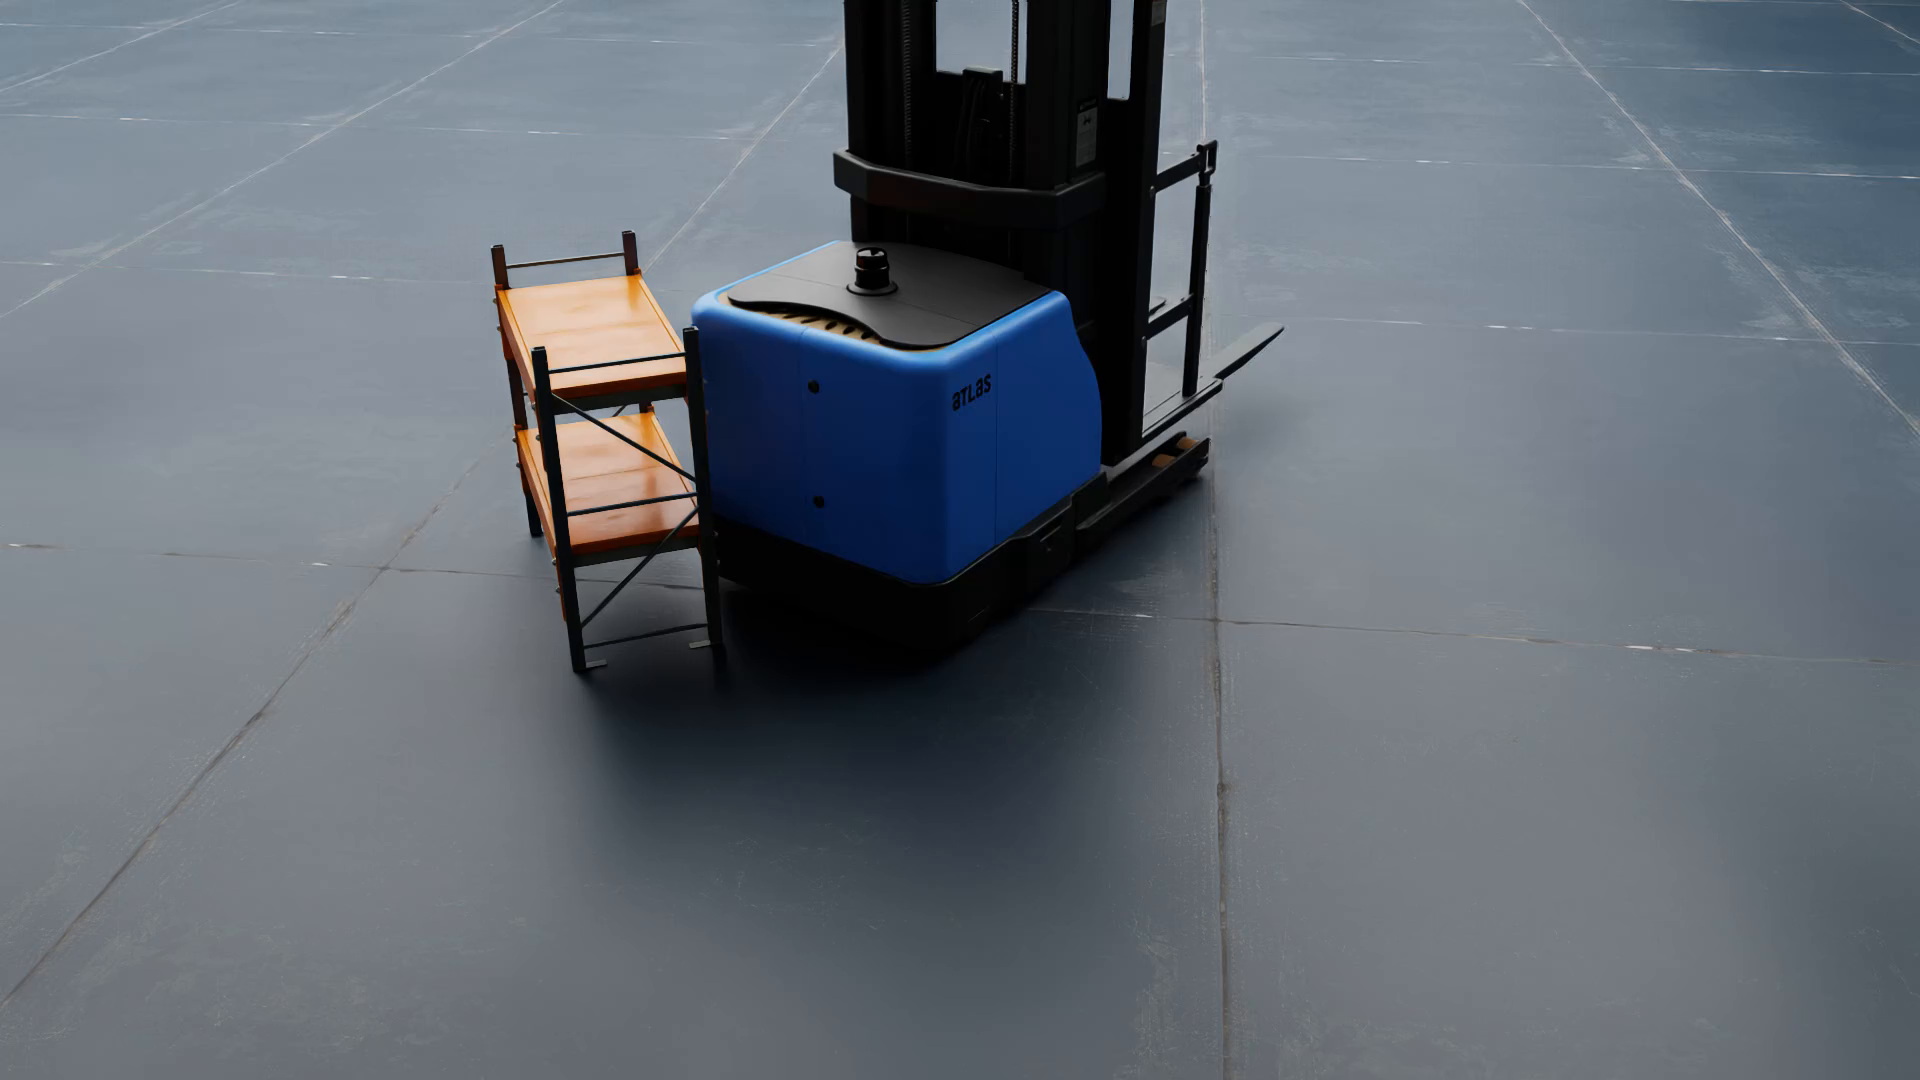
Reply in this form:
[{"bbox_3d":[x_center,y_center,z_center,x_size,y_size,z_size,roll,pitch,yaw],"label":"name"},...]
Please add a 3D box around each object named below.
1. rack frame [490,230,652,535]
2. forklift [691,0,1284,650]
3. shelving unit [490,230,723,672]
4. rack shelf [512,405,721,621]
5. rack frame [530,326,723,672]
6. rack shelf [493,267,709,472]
[{"bbox_3d":[-1.394,-0.563,6.109,0.500,1.125,0.032,-10,30,-18],"label":"rack frame"},{"bbox_3d":[0.348,-1.579,6.091,1.130,2.935,3.031,18,33,30],"label":"forklift"},{"bbox_3d":[-1.216,-0.337,5.690,0.538,1.125,1.048,-10,30,-18],"label":"shelving unit"},{"bbox_3d":[-1.216,-0.122,5.806,0.538,0.278,1.000,-10,30,-18],"label":"rack shelf"},{"bbox_3d":[-1.038,-0.111,5.271,0.500,1.125,0.032,-10,30,-18],"label":"rack frame"},{"bbox_3d":[-1.216,-0.595,5.551,0.538,0.278,1.000,-10,30,-18],"label":"rack shelf"}]
